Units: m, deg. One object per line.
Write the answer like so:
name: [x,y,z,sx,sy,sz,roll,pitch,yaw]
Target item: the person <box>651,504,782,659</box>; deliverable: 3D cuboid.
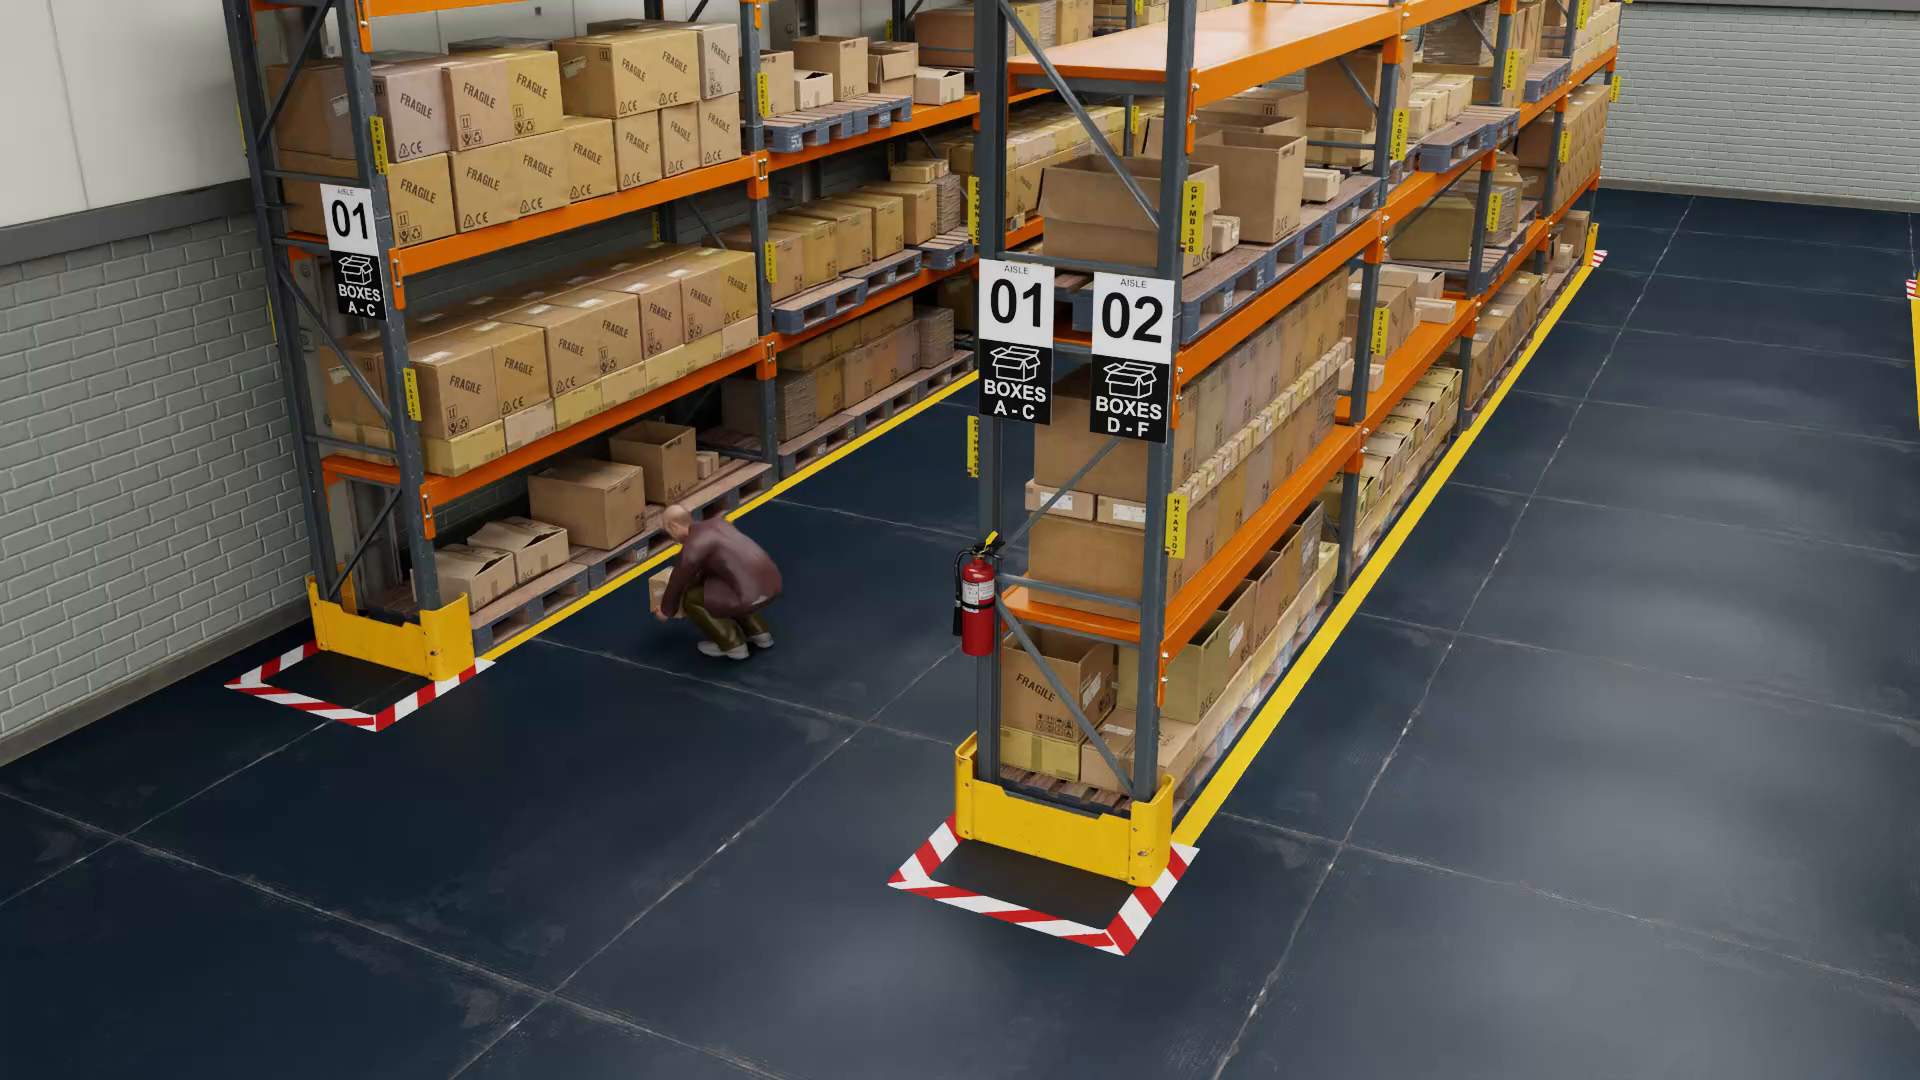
person: [-1.629,0.262,11.167,0.907,1.004,0.613,11,25,25]
